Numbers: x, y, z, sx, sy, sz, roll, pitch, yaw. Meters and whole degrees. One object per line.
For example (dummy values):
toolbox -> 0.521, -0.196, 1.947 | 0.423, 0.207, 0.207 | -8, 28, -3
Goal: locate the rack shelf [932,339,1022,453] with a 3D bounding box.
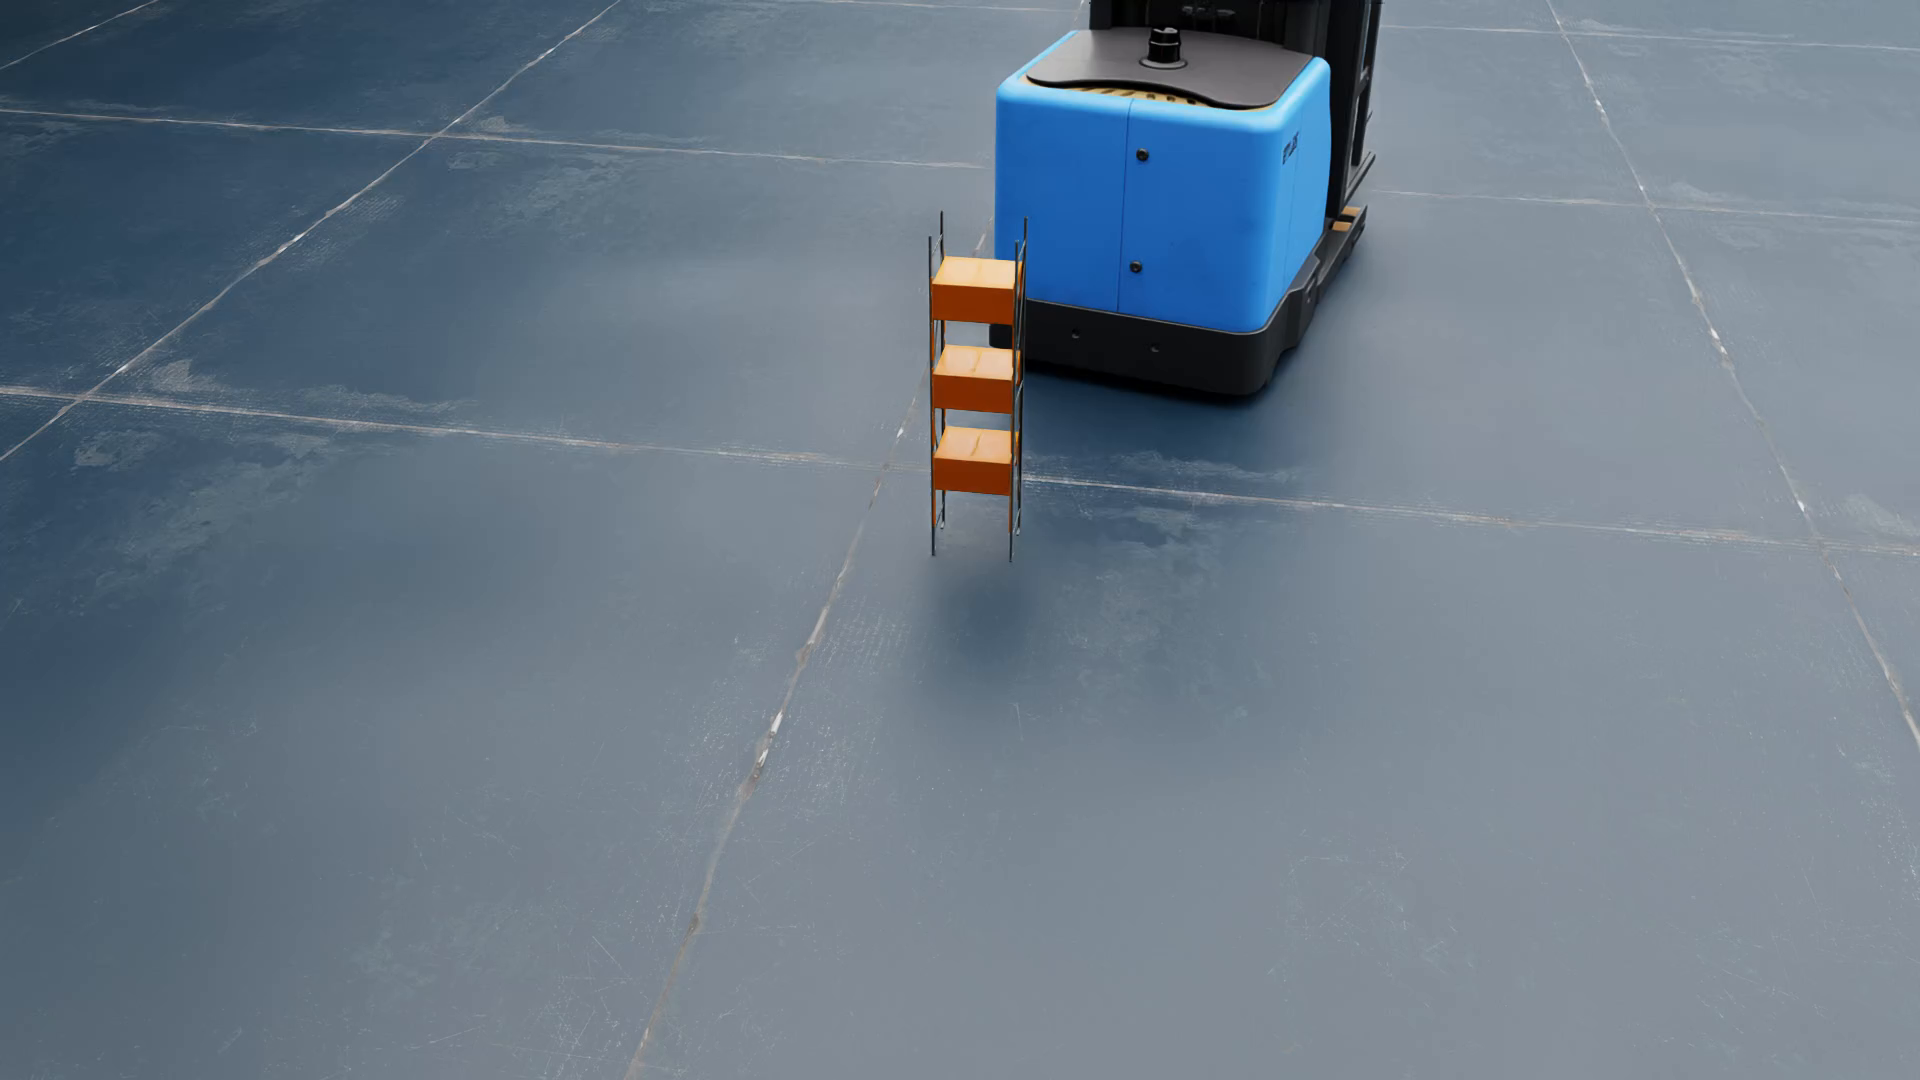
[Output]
rack shelf -> 0.053, -0.431, 4.969 | 0.240, 0.259, 0.215 | 5, 32, 8

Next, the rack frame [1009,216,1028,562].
rack frame -> 0.173, -0.429, 4.946 | 0.008, 1.050, 0.200 | 5, 32, 8

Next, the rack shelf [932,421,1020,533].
rack shelf -> 0.053, -0.196, 5.117 | 0.240, 0.259, 0.215 | 5, 32, 8

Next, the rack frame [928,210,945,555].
rack frame -> -0.068, -0.451, 4.981 | 0.008, 1.050, 0.200 | 5, 32, 8

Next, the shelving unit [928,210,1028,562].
shelving unit -> 0.053, -0.440, 4.964 | 0.252, 1.050, 0.215 | 5, 32, 8

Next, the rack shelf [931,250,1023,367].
rack shelf -> 0.053, -0.672, 4.819 | 0.240, 0.259, 0.215 | 5, 32, 8

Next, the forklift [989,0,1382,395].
forklift -> 1.146, -2.528, 6.526 | 1.130, 2.935, 3.031 | 13, 34, 19
